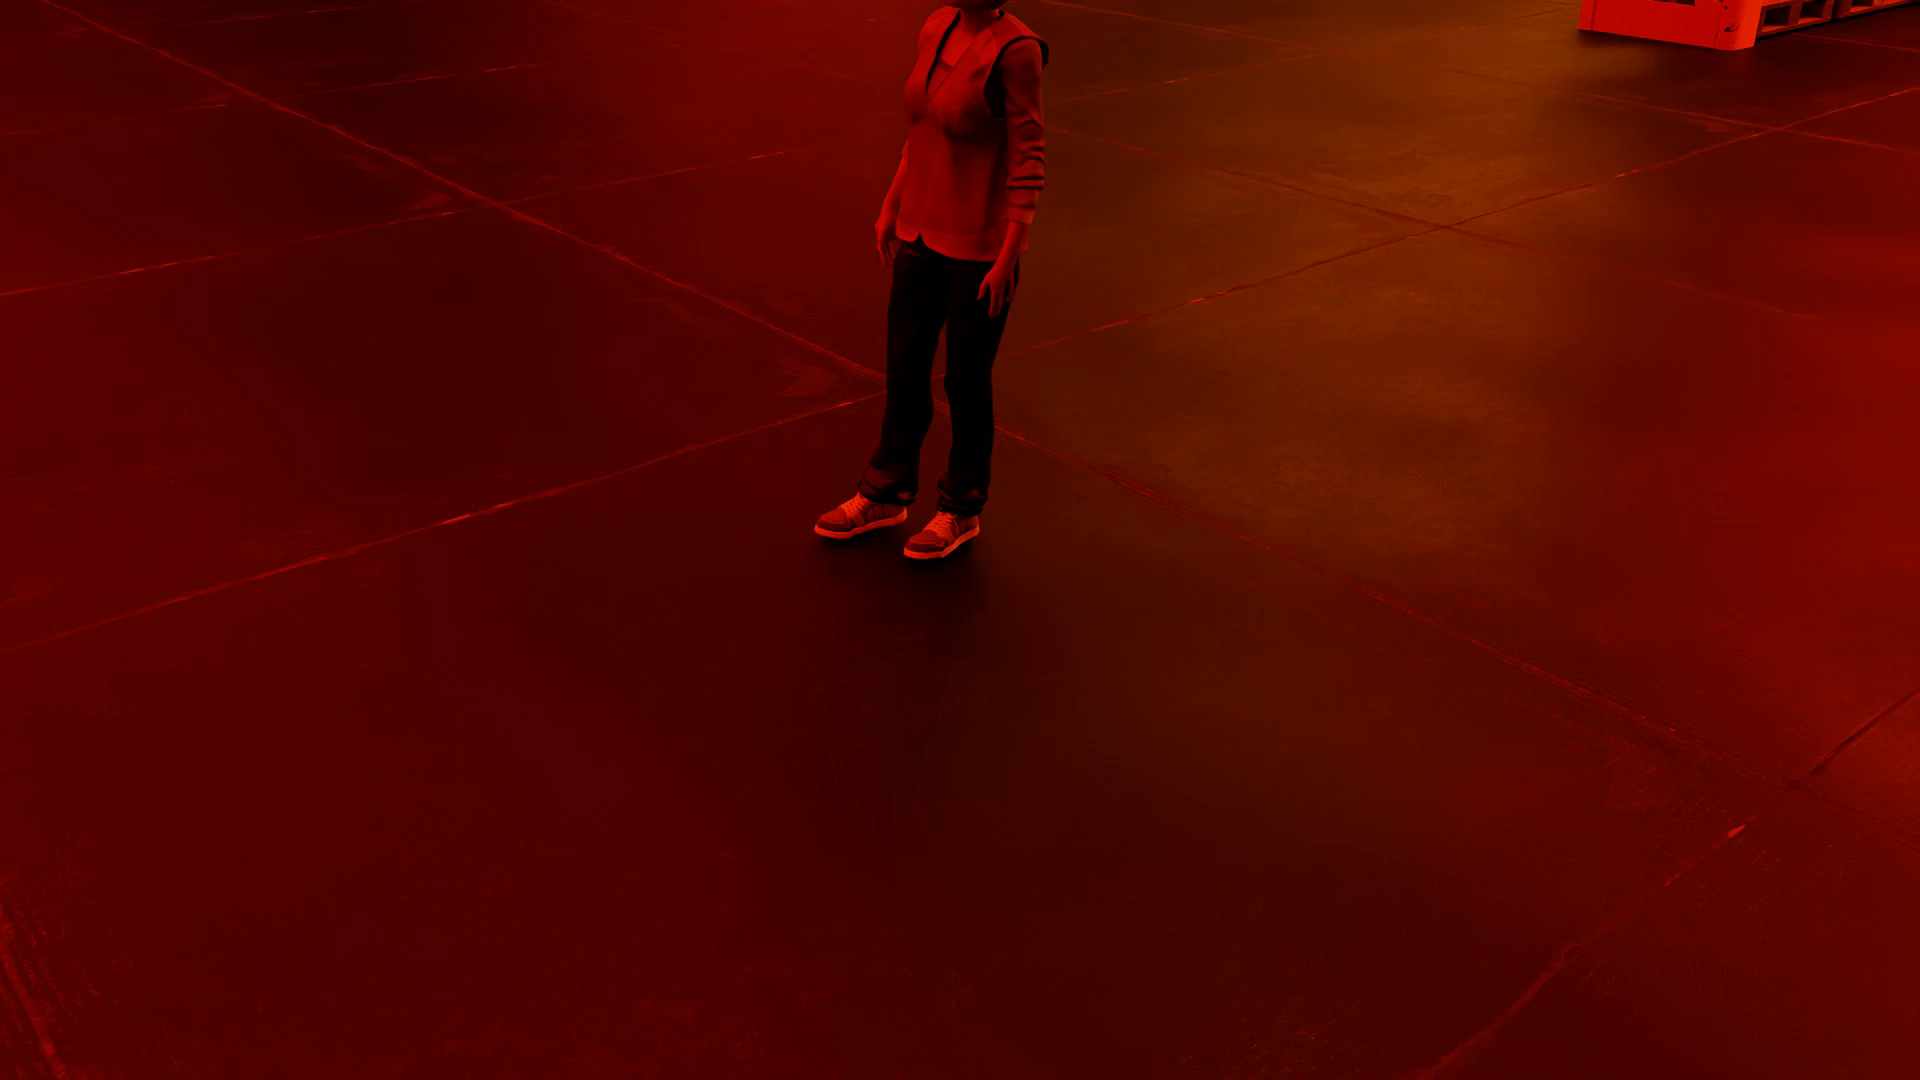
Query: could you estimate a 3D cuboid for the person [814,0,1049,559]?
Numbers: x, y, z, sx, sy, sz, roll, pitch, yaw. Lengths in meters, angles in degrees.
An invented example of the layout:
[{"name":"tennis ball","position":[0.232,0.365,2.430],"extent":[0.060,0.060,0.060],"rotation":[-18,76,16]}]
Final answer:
[{"name":"person","position":[-0.067,-0.706,4.110],"extent":[0.473,1.599,0.520],"rotation":[-20,33,-35]}]
